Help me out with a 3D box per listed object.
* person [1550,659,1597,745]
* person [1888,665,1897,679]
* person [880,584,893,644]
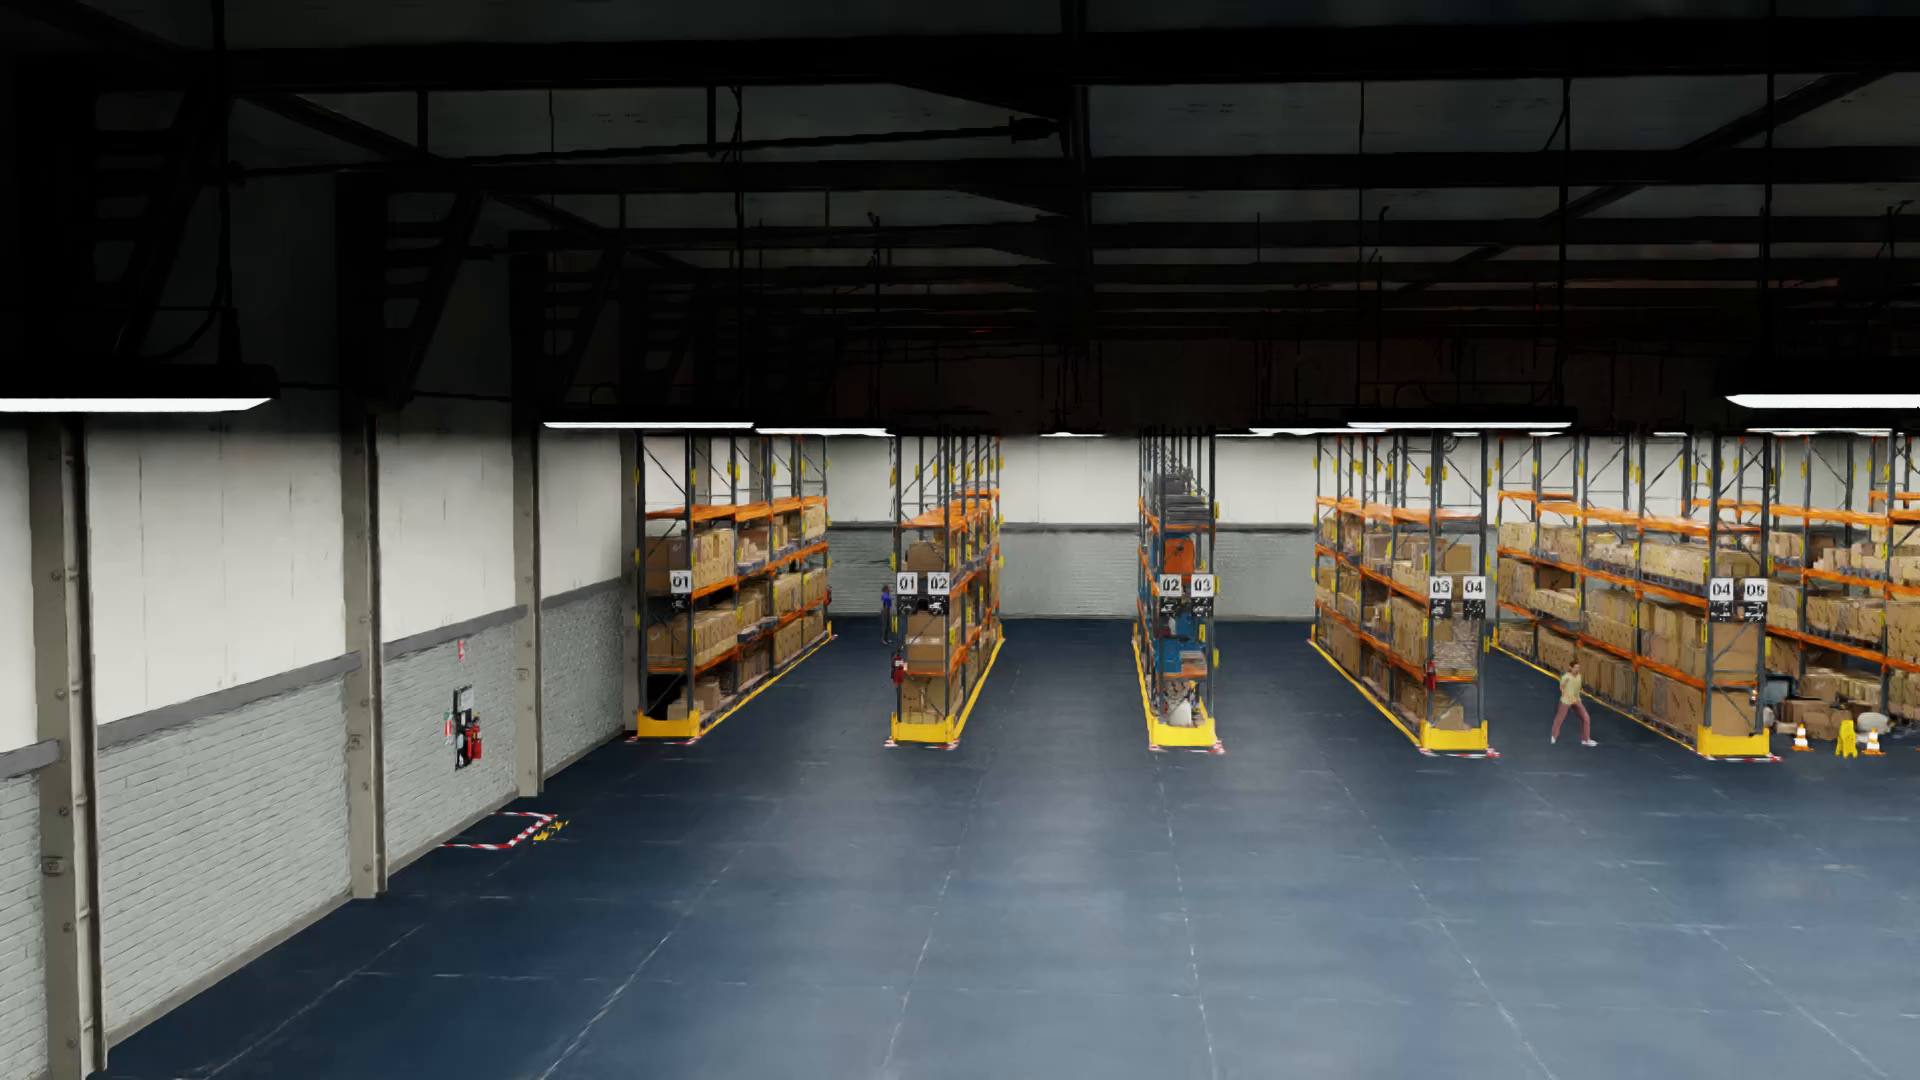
[{"bbox_3d":[11.430,3.021,31.099,0.625,1.601,0.808,-1,4,-13],"label":"person"},{"bbox_3d":[21.327,2.593,38.119,0.449,1.599,0.467,3,4,36],"label":"person"},{"bbox_3d":[-2.057,2.058,46.459,0.371,1.651,0.606,0,3,-5],"label":"person"}]
